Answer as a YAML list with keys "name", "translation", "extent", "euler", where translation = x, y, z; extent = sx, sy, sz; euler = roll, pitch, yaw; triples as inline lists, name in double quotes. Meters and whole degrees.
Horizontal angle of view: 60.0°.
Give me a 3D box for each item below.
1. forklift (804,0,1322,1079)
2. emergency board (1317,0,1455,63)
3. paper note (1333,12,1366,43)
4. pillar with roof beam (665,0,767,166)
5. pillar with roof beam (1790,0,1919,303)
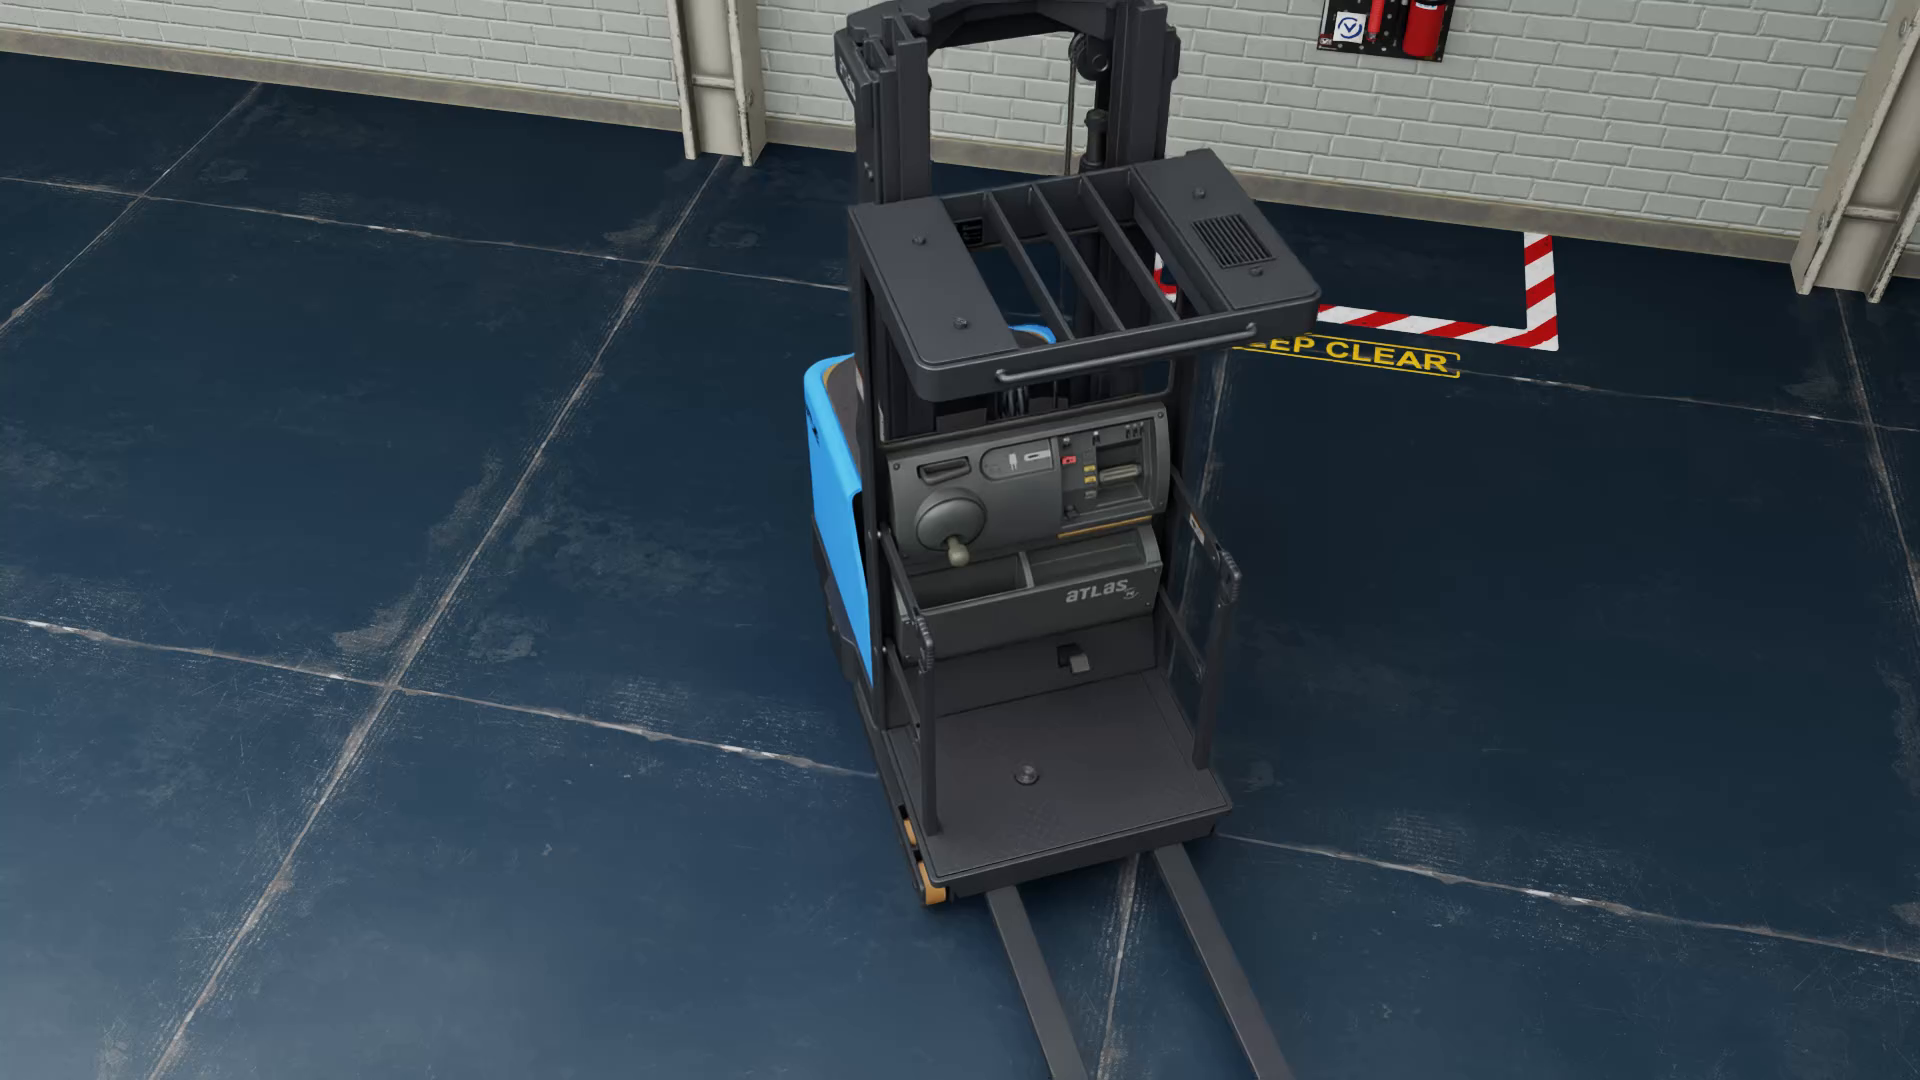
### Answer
- name: "forklift"
  translation: [0.294, -0.083, 5.183]
  extent: [1.130, 2.935, 3.031]
  euler: [-12, 45, -12]
- name: "emergency board"
  translation: [2.116, -2.820, 7.976]
  extent: [0.643, 1.169, 0.194]
  euler: [9, 45, 9]
- name: "paper note"
  translation: [1.959, -2.576, 8.358]
  extent: [0.142, 0.148, 0.016]
  euler: [9, 45, 9]
- name: "pillar with roof beam"
  translation: [-2.276, -2.576, 3.397]
  extent: [0.400, 9.000, 9.100]
  euler: [9, 45, 9]
- name: "pillar with roof beam"
  translation: [3.580, -1.668, 2.454]
  extent: [0.400, 9.000, 9.100]
  euler: [9, 45, 9]
